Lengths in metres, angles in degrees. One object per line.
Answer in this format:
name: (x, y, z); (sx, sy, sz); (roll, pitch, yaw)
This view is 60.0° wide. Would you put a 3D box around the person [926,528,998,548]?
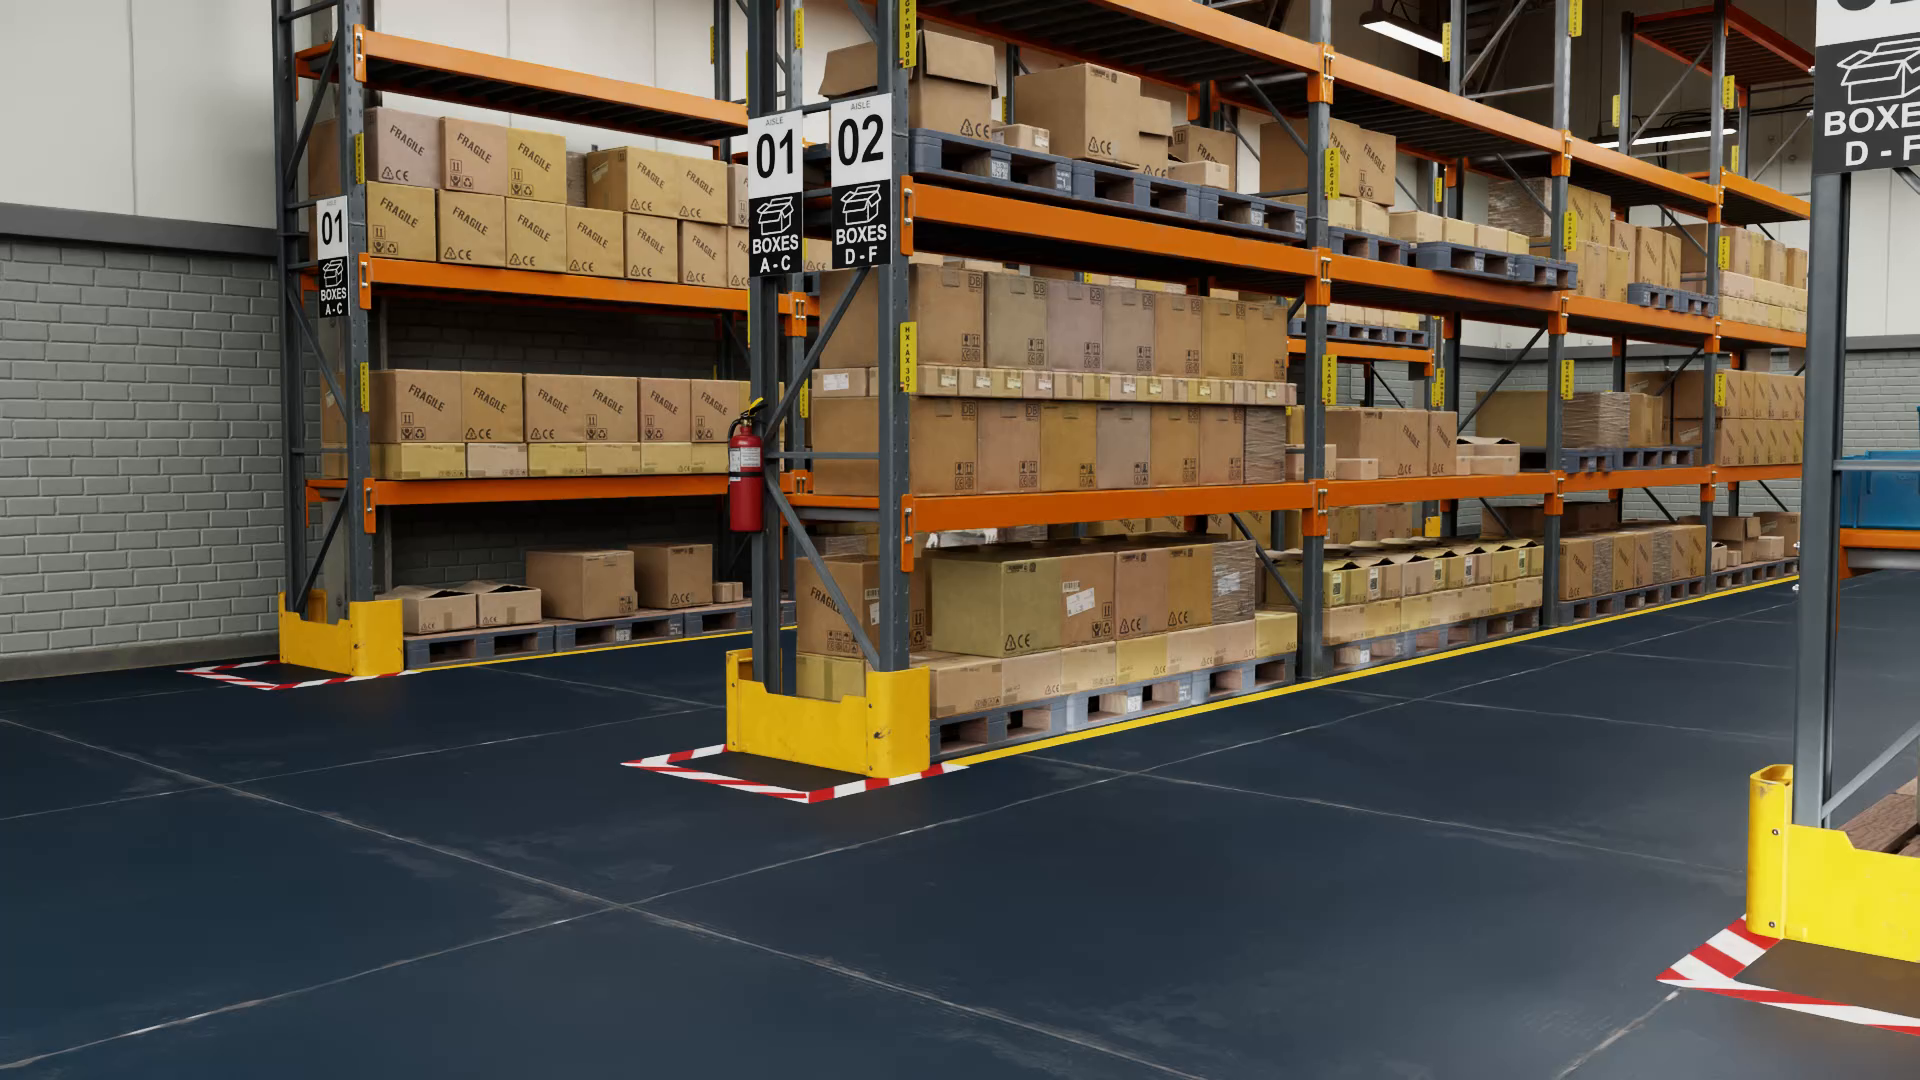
person: (0.035, -0.015, 11.669); (0.552, 1.760, 0.832); (0, 3, 2)
